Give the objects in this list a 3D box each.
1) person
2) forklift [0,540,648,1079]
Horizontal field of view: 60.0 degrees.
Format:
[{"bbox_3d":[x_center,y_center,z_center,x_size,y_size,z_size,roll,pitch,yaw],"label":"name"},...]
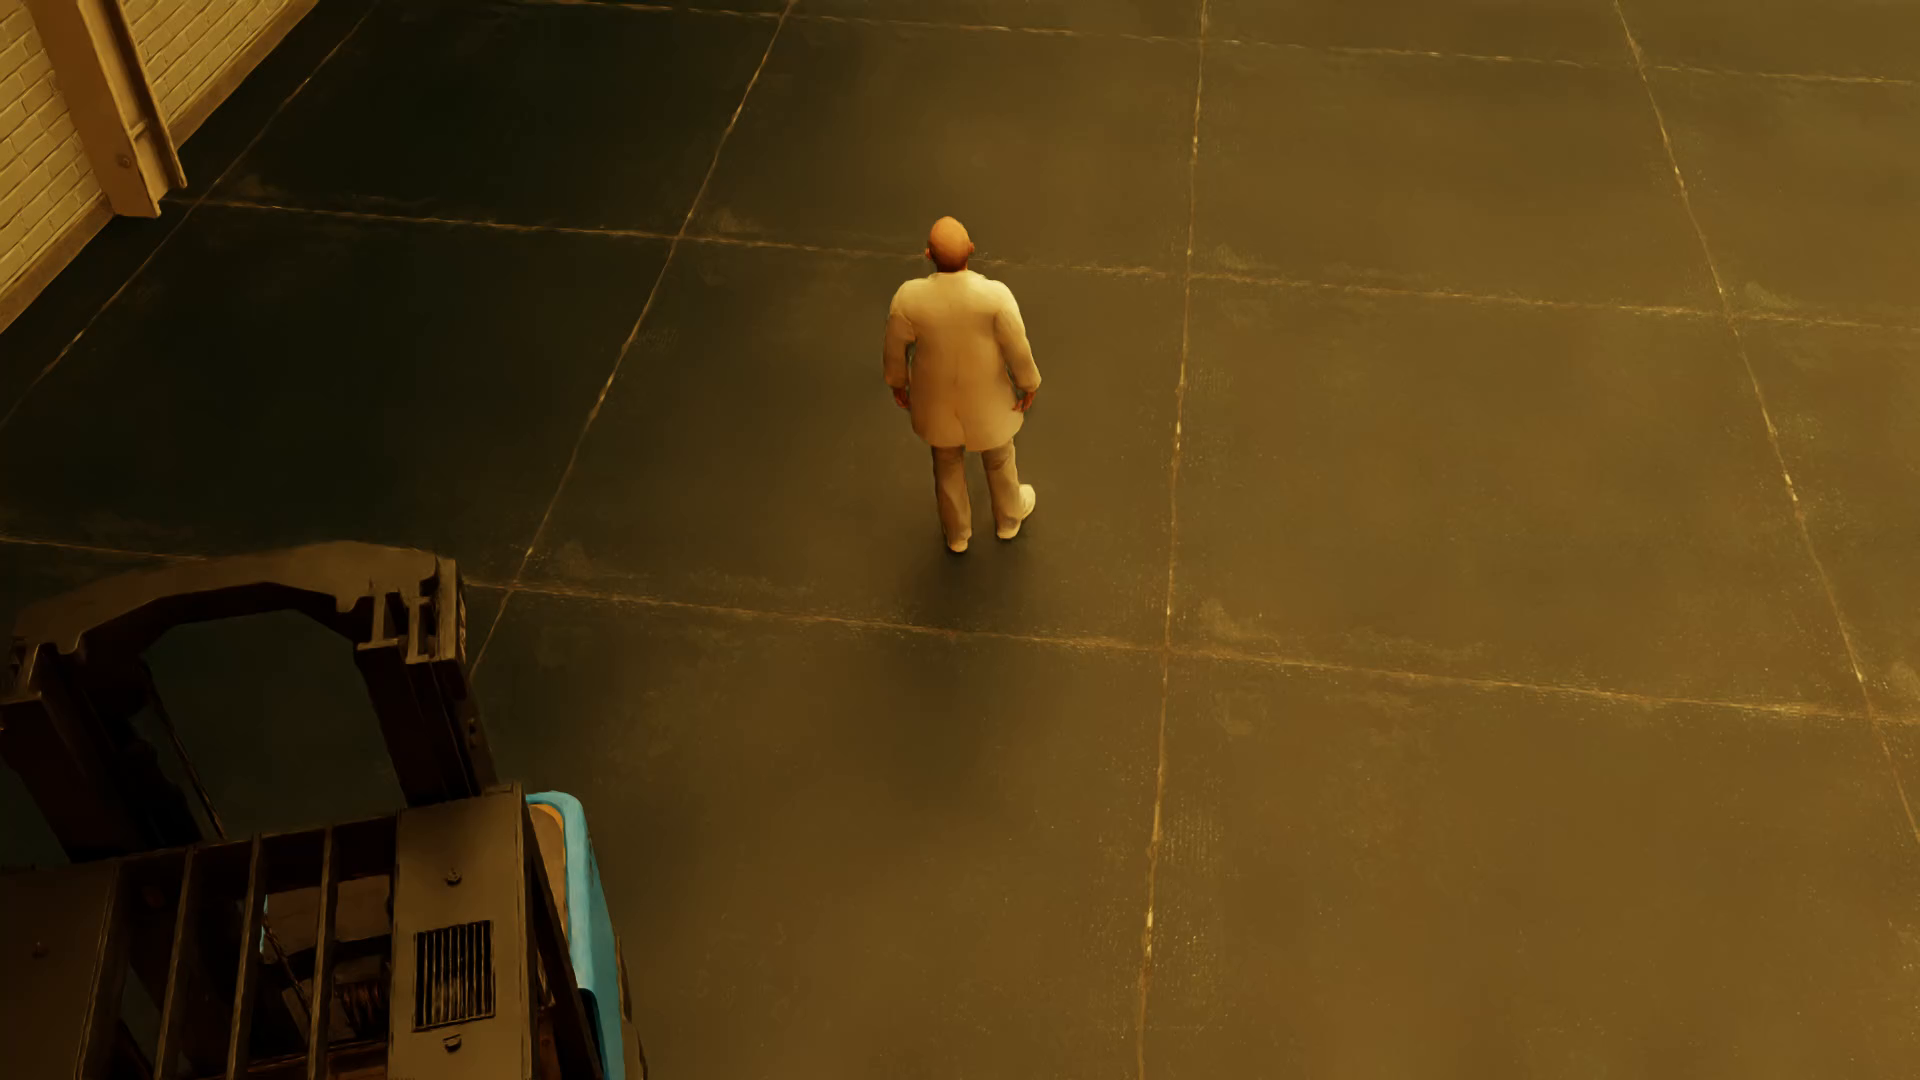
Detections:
[{"bbox_3d":[0.017,-0.720,7.351,0.694,1.776,0.579,5,43,6],"label":"person"},{"bbox_3d":[-1.422,1.563,4.023,1.130,2.935,3.031,-8,43,-9],"label":"forklift"}]
